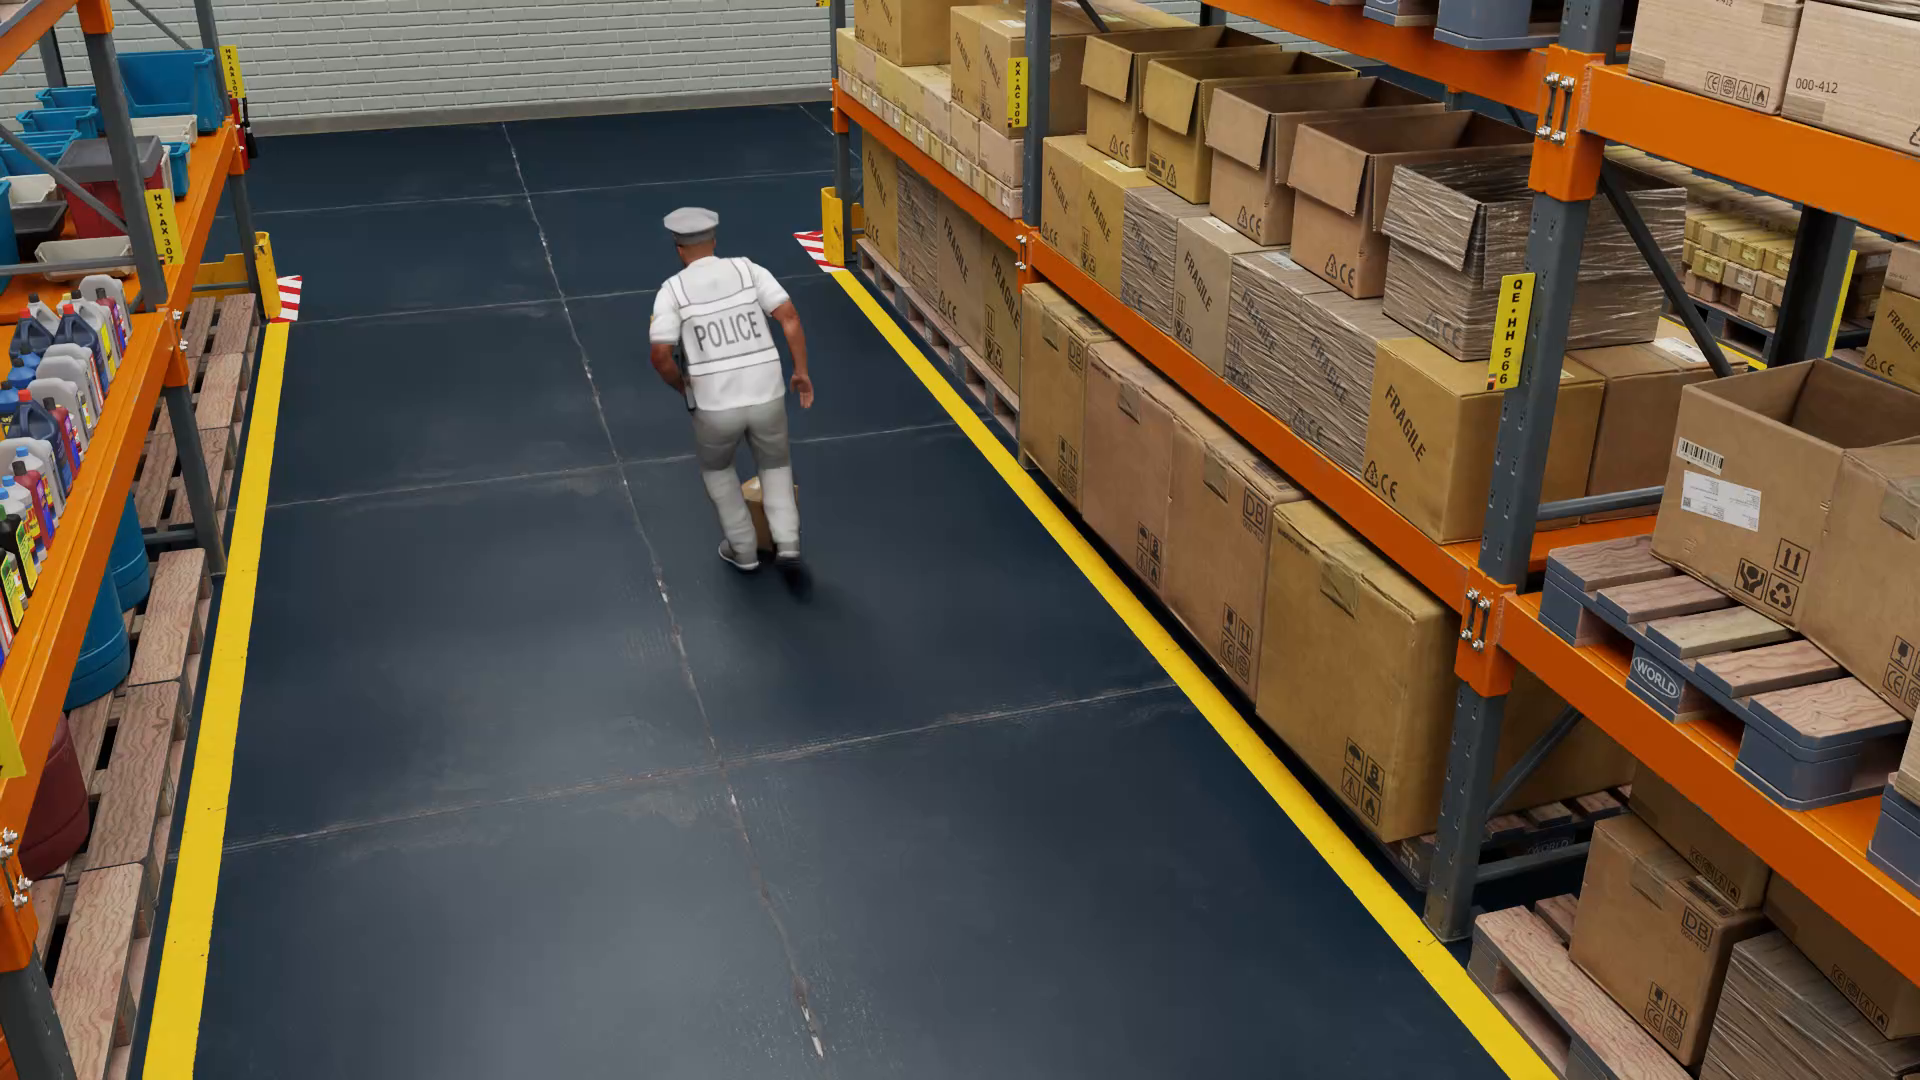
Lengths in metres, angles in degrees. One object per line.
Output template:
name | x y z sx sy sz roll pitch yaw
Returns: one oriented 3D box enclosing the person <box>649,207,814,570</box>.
person | -1.014 -0.621 7.516 0.712 1.630 0.791 -10 28 -20
